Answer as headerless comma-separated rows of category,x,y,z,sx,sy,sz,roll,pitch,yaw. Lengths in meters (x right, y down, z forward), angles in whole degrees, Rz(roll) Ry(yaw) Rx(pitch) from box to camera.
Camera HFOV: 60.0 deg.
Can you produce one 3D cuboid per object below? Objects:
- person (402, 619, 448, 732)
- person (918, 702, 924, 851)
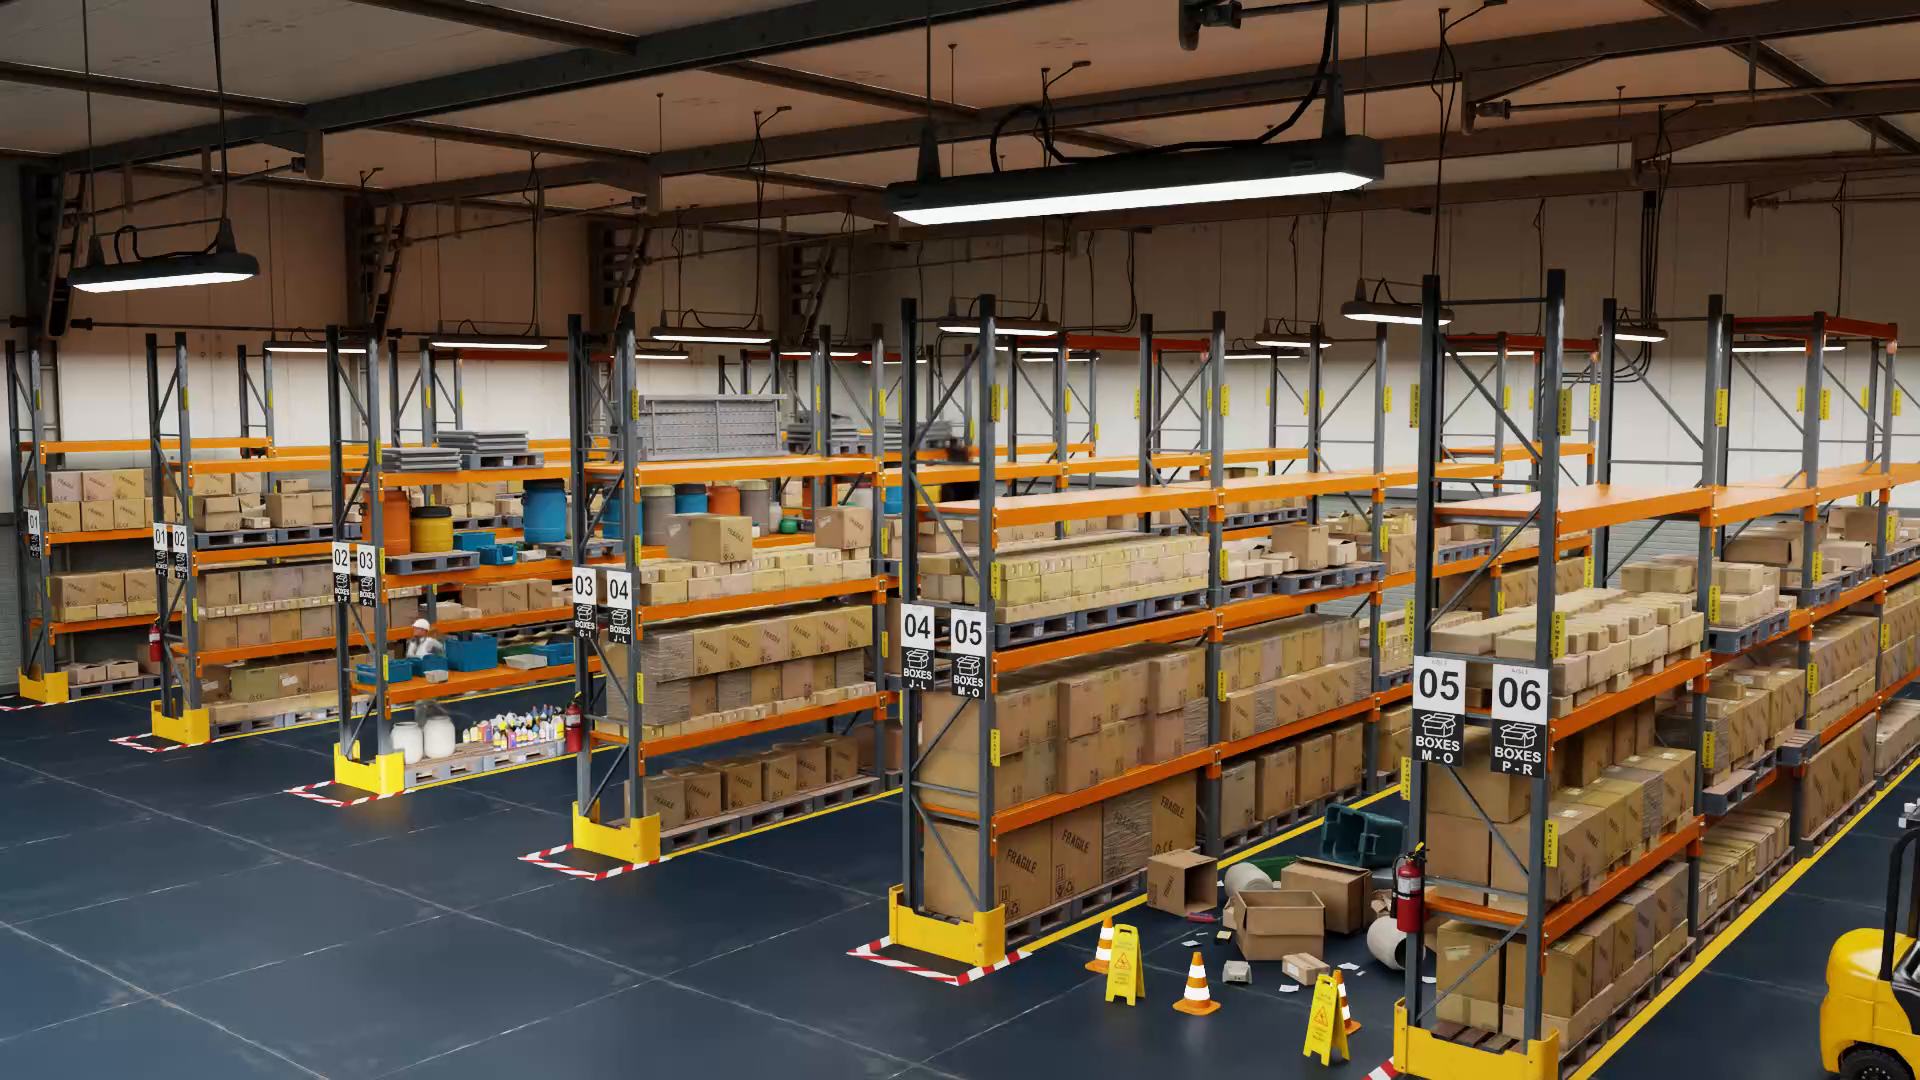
person,-7.900,2.060,24.689,0.665,1.808,0.945,3,6,32
person,-0.328,2.618,18.608,0.648,1.740,0.424,2,6,25
